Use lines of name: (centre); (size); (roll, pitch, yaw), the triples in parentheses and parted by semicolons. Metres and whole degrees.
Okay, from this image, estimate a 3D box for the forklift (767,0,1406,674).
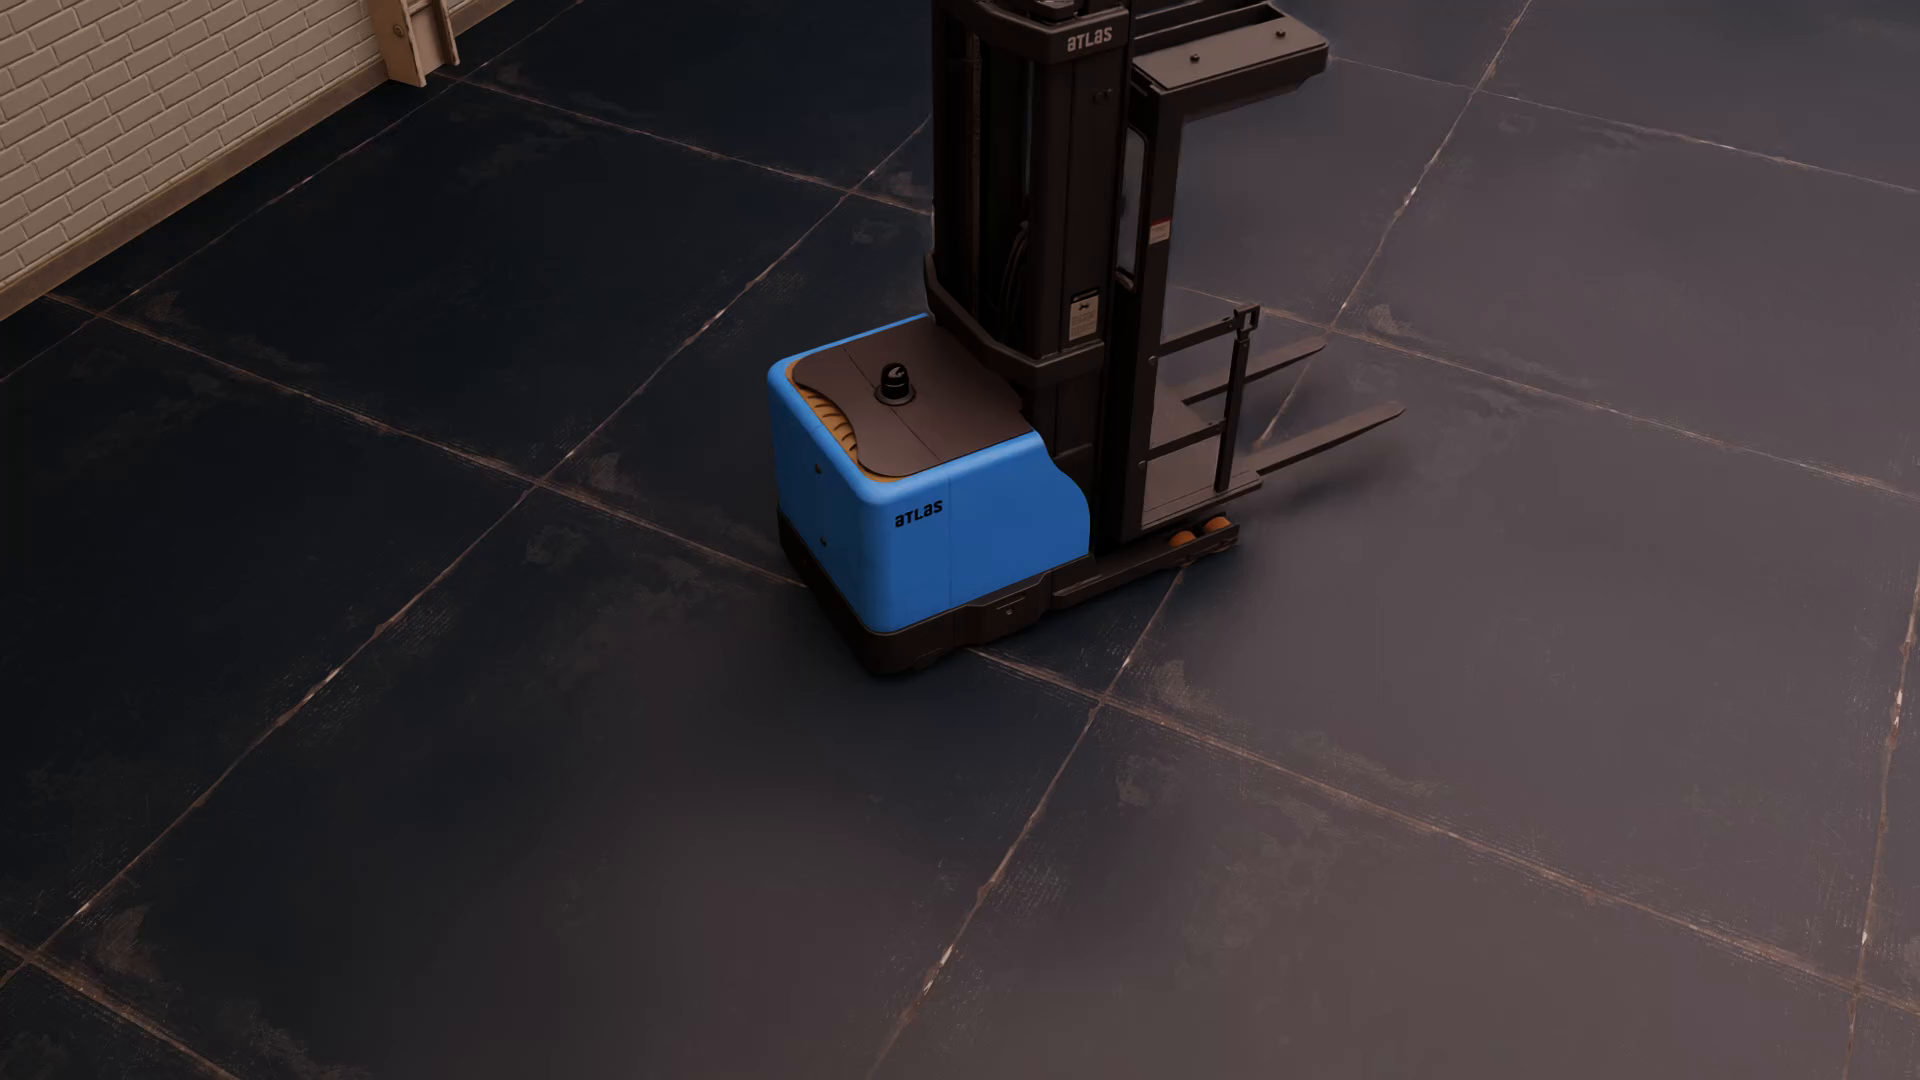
forklift: (0.706, -1.239, 6.969); (3.031, 2.935, 1.130); (-21, 47, -21)
